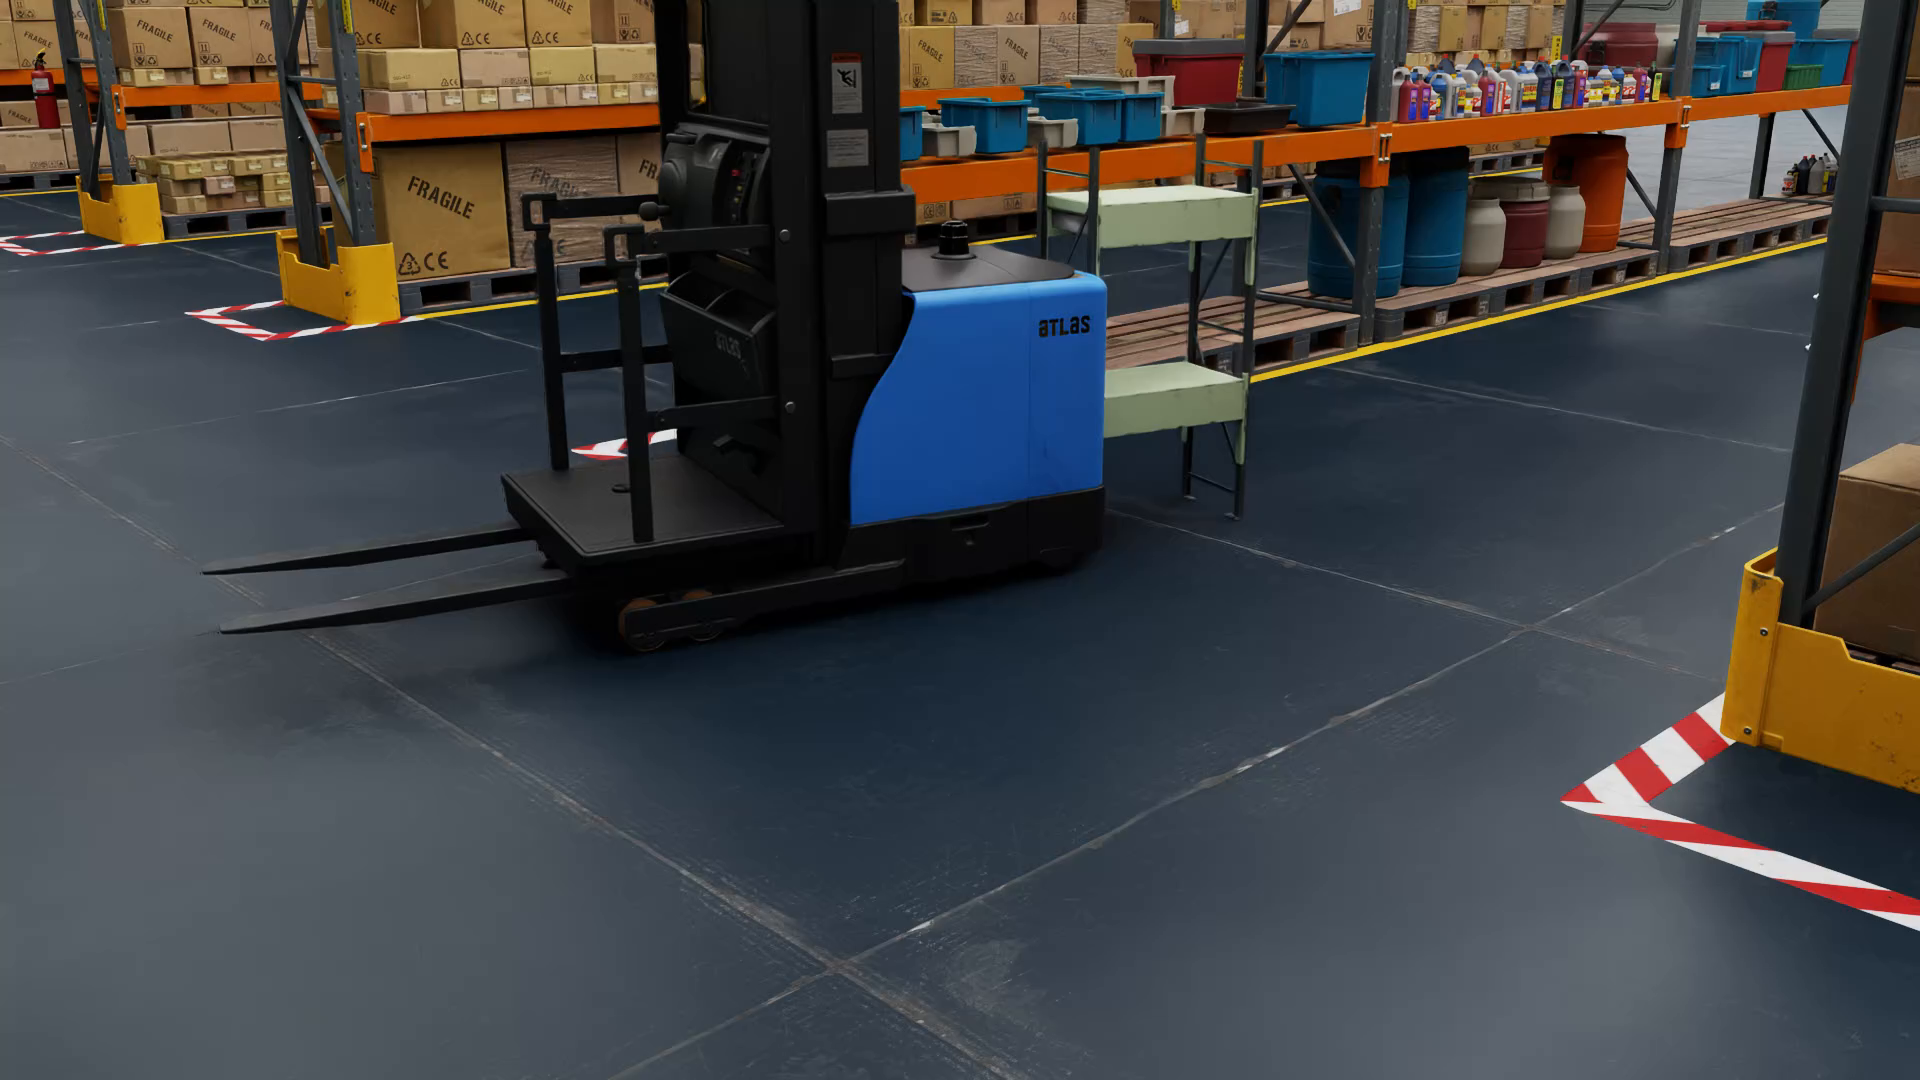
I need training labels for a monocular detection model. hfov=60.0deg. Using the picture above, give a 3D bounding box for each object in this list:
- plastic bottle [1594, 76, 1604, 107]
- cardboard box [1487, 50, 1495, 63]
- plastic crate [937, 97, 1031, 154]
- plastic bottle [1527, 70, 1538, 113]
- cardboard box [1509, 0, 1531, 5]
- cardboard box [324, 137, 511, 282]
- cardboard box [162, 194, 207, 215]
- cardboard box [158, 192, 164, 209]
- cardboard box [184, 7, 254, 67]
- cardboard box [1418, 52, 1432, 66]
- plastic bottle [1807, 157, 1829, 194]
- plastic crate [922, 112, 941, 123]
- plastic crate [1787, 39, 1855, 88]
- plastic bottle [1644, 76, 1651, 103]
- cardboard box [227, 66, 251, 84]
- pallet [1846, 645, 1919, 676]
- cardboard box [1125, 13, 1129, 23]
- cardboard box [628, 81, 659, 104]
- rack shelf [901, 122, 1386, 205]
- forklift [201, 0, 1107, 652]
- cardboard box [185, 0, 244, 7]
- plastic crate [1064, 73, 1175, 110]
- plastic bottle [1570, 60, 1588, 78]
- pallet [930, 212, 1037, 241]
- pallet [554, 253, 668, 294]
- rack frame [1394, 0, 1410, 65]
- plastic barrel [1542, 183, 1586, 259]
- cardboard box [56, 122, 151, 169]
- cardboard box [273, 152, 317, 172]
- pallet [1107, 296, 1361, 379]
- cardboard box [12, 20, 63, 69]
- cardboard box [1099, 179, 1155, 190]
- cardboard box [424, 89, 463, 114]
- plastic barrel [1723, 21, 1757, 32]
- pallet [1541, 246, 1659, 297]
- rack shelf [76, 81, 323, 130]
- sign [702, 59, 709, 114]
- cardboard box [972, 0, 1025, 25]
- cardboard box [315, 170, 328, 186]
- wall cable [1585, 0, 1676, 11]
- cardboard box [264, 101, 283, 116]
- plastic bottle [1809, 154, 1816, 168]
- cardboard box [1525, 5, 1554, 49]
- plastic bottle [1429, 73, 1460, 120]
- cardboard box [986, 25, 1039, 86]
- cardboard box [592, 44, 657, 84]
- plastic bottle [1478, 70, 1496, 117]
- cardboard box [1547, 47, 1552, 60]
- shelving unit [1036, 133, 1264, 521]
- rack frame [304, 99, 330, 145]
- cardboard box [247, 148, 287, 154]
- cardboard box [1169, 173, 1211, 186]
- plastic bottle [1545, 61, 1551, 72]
[{"bbox_3d":[4.422,-3.119,11.562,0.097,0.201,0.097,0,18,0],"label":"plastic bottle"},{"bbox_3d":[6.138,-5.767,19.816,0.250,0.149,0.380,-16,24,-41],"label":"cardboard box"},{"bbox_3d":[0.112,-1.939,7.775,0.300,0.233,0.416,-16,24,-41],"label":"plastic crate"},{"bbox_3d":[3.747,-2.955,10.945,0.097,0.271,0.097,0,18,0],"label":"plastic bottle"},{"bbox_3d":[6.496,-6.652,19.873,0.500,0.500,0.500,-16,24,-41],"label":"cardboard box"},{"bbox_3d":[-3.765,-2.324,11.554,0.875,0.875,0.875,-16,24,-41],"label":"cardboard box"},{"bbox_3d":[-6.909,-2.998,14.808,0.250,0.149,0.380,-16,24,-40],"label":"cardboard box"},{"bbox_3d":[-7.270,-3.117,15.175,0.250,0.149,0.380,-16,24,-40],"label":"cardboard box"},{"bbox_3d":[-6.622,-4.456,14.721,0.500,0.500,0.500,-16,24,-41],"label":"cardboard box"},{"bbox_3d":[5.098,-5.433,18.786,0.250,0.149,0.380,-16,24,-41],"label":"cardboard box"},{"bbox_3d":[8.316,-3.533,16.098,0.185,0.351,0.144,-16,24,-41],"label":"plastic bottle"},{"bbox_3d":[-0.084,-2.046,8.263,0.243,0.136,0.396,-16,24,-41],"label":"plastic crate"},{"bbox_3d":[7.359,-4.104,14.303,0.575,0.384,0.392,-16,24,-41],"label":"plastic crate"},{"bbox_3d":[4.943,-3.271,12.031,0.097,0.201,0.097,0,18,0],"label":"plastic bottle"},{"bbox_3d":[-6.566,-4.184,14.934,0.250,0.149,0.380,-15,23,-38],"label":"cardboard box"},{"bbox_3d":[3.262,0.380,4.970,1.213,0.211,1.003,-16,24,-41],"label":"pallet"},{"bbox_3d":[1.854,-6.931,22.756,0.550,0.550,0.875,-16,24,-41],"label":"cardboard box"},{"bbox_3d":[-2.384,-3.246,12.039,0.250,0.149,0.380,-16,24,-40],"label":"cardboard box"},{"bbox_3d":[0.681,-1.953,8.812,4.000,0.370,1.077,-16,24,-41],"label":"rack shelf"},{"bbox_3d":[-1.007,-1.219,5.494,3.031,2.935,1.130,-9,20,-27],"label":"forklift"},{"bbox_3d":[-6.639,-4.923,14.541,0.500,0.500,0.500,-15,23,-39],"label":"cardboard box"},{"bbox_3d":[0.898,-2.409,9.147,0.530,0.282,0.437,-16,24,-41],"label":"plastic crate"},{"bbox_3d":[4.609,-3.455,12.477,0.135,0.276,0.152,-16,24,-41],"label":"plastic bottle"},{"bbox_3d":[0.127,-2.943,15.220,1.213,0.211,1.003,-16,24,-41],"label":"pallet"},{"bbox_3d":[-2.762,-2.099,12.618,1.213,0.211,1.003,-16,24,-41],"label":"pallet"},{"bbox_3d":[4.544,-5.525,18.660,0.127,3.000,1.000,-16,24,-41],"label":"rack frame"},{"bbox_3d":[4.348,-2.336,12.179,0.421,0.512,0.421,0,18,0],"label":"plastic barrel"},{"bbox_3d":[-9.914,-4.542,19.102,0.875,0.438,0.875,-15,24,-39],"label":"cardboard box"},{"bbox_3d":[-6.175,-3.514,15.436,0.250,0.149,0.380,-15,23,-39],"label":"cardboard box"},{"bbox_3d":[1.627,-1.228,9.931,1.213,0.211,1.003,-16,24,-41],"label":"pallet"},{"bbox_3d":[-10.089,-5.401,18.117,0.500,0.500,0.500,-17,24,-42],"label":"cardboard box"},{"bbox_3d":[1.122,-3.724,15.872,1.225,0.875,0.875,17,24,41],"label":"cardboard box"},{"bbox_3d":[-3.505,-2.918,11.029,0.250,0.149,0.380,-17,24,-42],"label":"cardboard box"},{"bbox_3d":[6.568,-4.170,14.263,0.433,0.535,0.433,0,18,0],"label":"plastic barrel"},{"bbox_3d":[4.496,-2.064,12.509,1.213,0.211,1.003,-16,24,-41],"label":"pallet"},{"bbox_3d":[-6.056,-4.196,15.730,4.000,0.370,1.077,-16,24,-41],"label":"rack shelf"},{"bbox_3d":[-1.162,-2.069,7.739,0.005,0.325,0.100,-16,24,-41],"label":"sign"},{"bbox_3d":[0.137,-4.769,14.543,0.637,0.503,0.797,-15,23,-39],"label":"cardboard box"},{"bbox_3d":[-6.040,-3.445,15.705,0.250,0.149,0.380,-15,23,-38],"label":"cardboard box"},{"bbox_3d":[20.951,-17.820,51.892,0.112,2.526,3.097,-16,24,-41],"label":"wall cable"},{"bbox_3d":[-10.238,-6.444,24.869,0.500,0.500,0.500,17,25,42],"label":"cardboard box"},{"bbox_3d":[8.356,-3.605,16.323,0.144,0.351,0.185,16,24,41],"label":"plastic bottle"},{"bbox_3d":[6.751,-6.318,20.463,0.500,0.500,0.875,-16,24,-41],"label":"cardboard box"},{"bbox_3d":[2.998,-2.751,10.306,0.135,0.276,0.152,-16,24,-41],"label":"plastic bottle"},{"bbox_3d":[0.338,-4.242,14.542,0.500,0.500,0.500,-16,24,-40],"label":"cardboard box"},{"bbox_3d":[-2.525,-3.422,11.937,0.500,0.250,0.500,-17,24,-42],"label":"cardboard box"},{"bbox_3d":[3.339,-2.834,10.552,0.133,0.283,0.061,-16,24,-41],"label":"plastic bottle"},{"bbox_3d":[7.203,-6.093,20.821,0.250,0.149,0.380,-16,24,-41],"label":"cardboard box"},{"bbox_3d":[0.719,-0.793,6.500,0.755,1.500,0.431,-9,20,-27],"label":"shelving unit"},{"bbox_3d":[-8.077,-6.050,20.282,0.127,3.000,1.000,-16,24,-41],"label":"rack frame"},{"bbox_3d":[-6.587,-3.644,15.837,0.250,0.149,0.380,-15,23,-39],"label":"cardboard box"},{"bbox_3d":[2.111,-3.844,16.816,0.700,0.500,0.500,16,24,41],"label":"cardboard box"},{"bbox_3d":[4.401,-3.468,12.526,0.097,0.271,0.097,0,18,0],"label":"plastic bottle"}]
